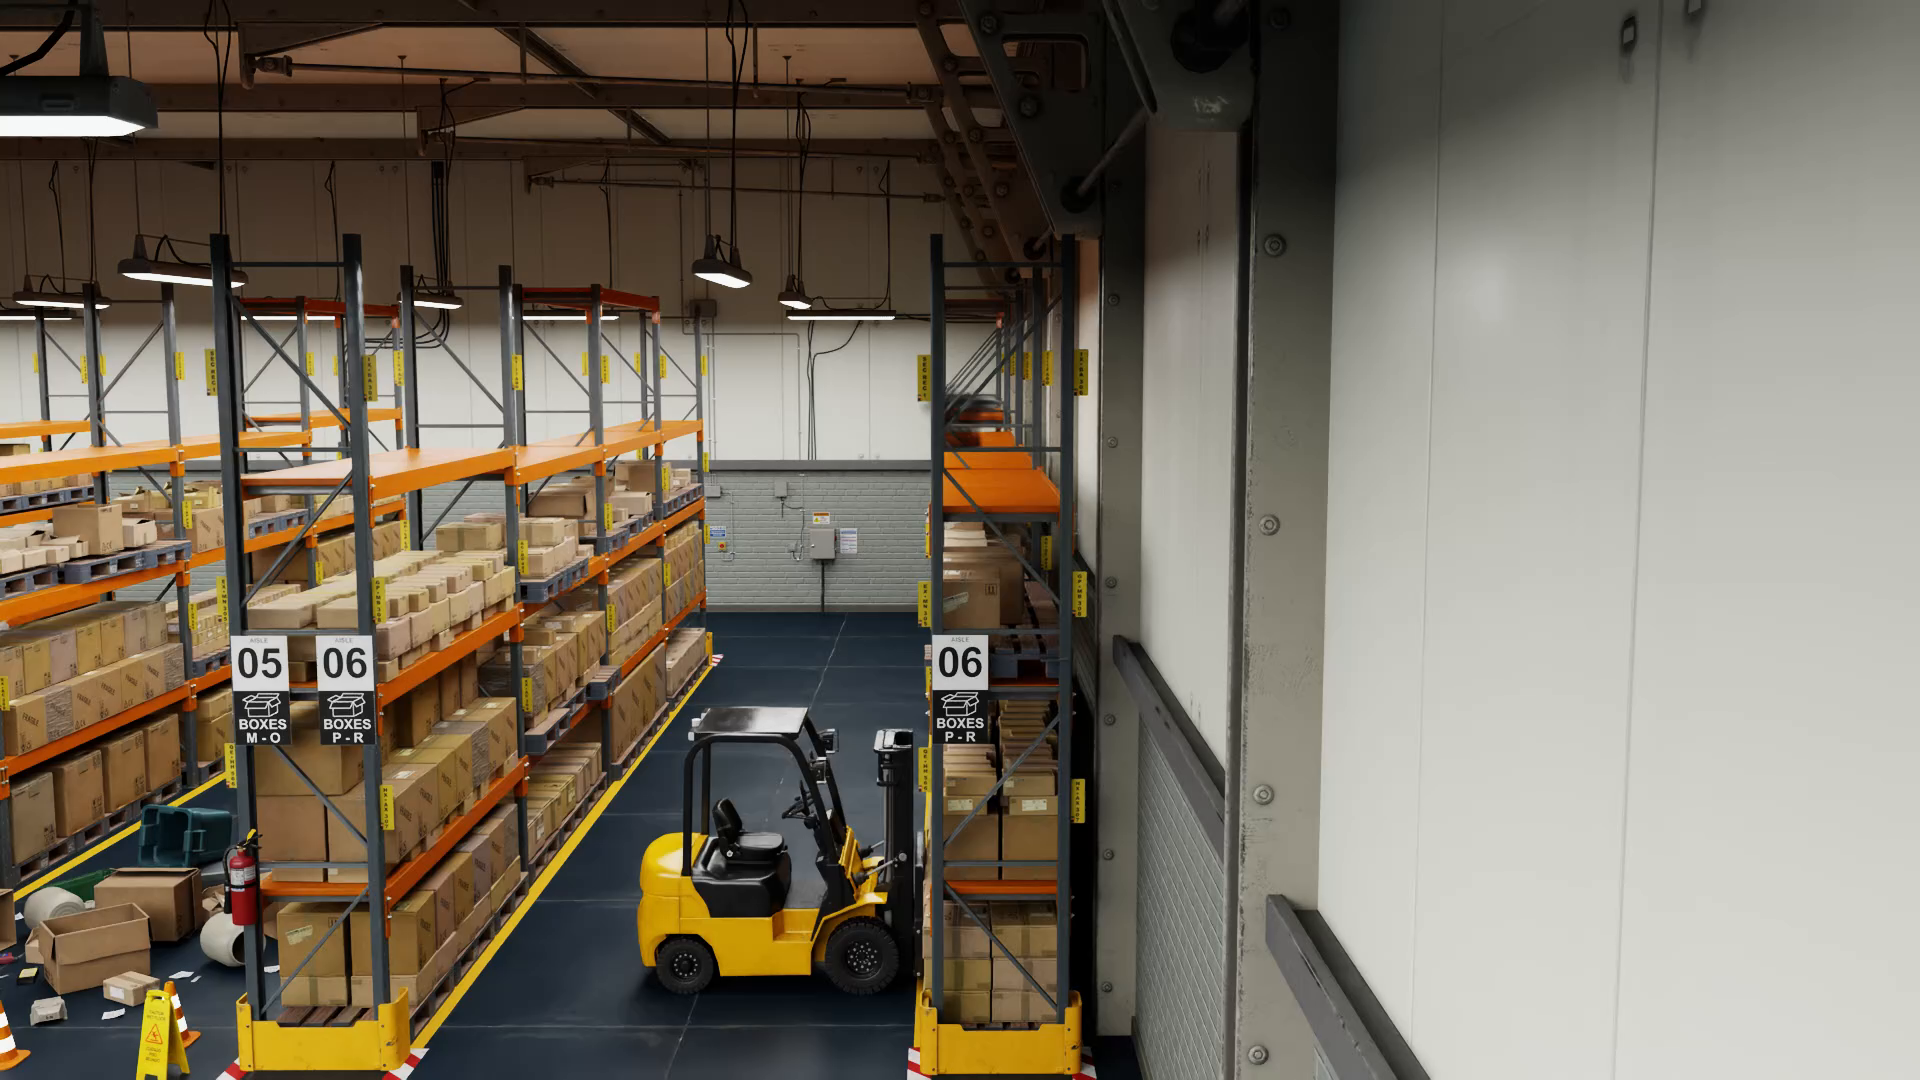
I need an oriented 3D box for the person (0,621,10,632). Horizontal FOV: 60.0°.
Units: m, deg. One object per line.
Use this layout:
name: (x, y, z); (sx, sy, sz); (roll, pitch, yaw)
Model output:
person: (-12.867, 1.852, 22.724); (0.707, 1.636, 0.916); (-2, 7, -19)
